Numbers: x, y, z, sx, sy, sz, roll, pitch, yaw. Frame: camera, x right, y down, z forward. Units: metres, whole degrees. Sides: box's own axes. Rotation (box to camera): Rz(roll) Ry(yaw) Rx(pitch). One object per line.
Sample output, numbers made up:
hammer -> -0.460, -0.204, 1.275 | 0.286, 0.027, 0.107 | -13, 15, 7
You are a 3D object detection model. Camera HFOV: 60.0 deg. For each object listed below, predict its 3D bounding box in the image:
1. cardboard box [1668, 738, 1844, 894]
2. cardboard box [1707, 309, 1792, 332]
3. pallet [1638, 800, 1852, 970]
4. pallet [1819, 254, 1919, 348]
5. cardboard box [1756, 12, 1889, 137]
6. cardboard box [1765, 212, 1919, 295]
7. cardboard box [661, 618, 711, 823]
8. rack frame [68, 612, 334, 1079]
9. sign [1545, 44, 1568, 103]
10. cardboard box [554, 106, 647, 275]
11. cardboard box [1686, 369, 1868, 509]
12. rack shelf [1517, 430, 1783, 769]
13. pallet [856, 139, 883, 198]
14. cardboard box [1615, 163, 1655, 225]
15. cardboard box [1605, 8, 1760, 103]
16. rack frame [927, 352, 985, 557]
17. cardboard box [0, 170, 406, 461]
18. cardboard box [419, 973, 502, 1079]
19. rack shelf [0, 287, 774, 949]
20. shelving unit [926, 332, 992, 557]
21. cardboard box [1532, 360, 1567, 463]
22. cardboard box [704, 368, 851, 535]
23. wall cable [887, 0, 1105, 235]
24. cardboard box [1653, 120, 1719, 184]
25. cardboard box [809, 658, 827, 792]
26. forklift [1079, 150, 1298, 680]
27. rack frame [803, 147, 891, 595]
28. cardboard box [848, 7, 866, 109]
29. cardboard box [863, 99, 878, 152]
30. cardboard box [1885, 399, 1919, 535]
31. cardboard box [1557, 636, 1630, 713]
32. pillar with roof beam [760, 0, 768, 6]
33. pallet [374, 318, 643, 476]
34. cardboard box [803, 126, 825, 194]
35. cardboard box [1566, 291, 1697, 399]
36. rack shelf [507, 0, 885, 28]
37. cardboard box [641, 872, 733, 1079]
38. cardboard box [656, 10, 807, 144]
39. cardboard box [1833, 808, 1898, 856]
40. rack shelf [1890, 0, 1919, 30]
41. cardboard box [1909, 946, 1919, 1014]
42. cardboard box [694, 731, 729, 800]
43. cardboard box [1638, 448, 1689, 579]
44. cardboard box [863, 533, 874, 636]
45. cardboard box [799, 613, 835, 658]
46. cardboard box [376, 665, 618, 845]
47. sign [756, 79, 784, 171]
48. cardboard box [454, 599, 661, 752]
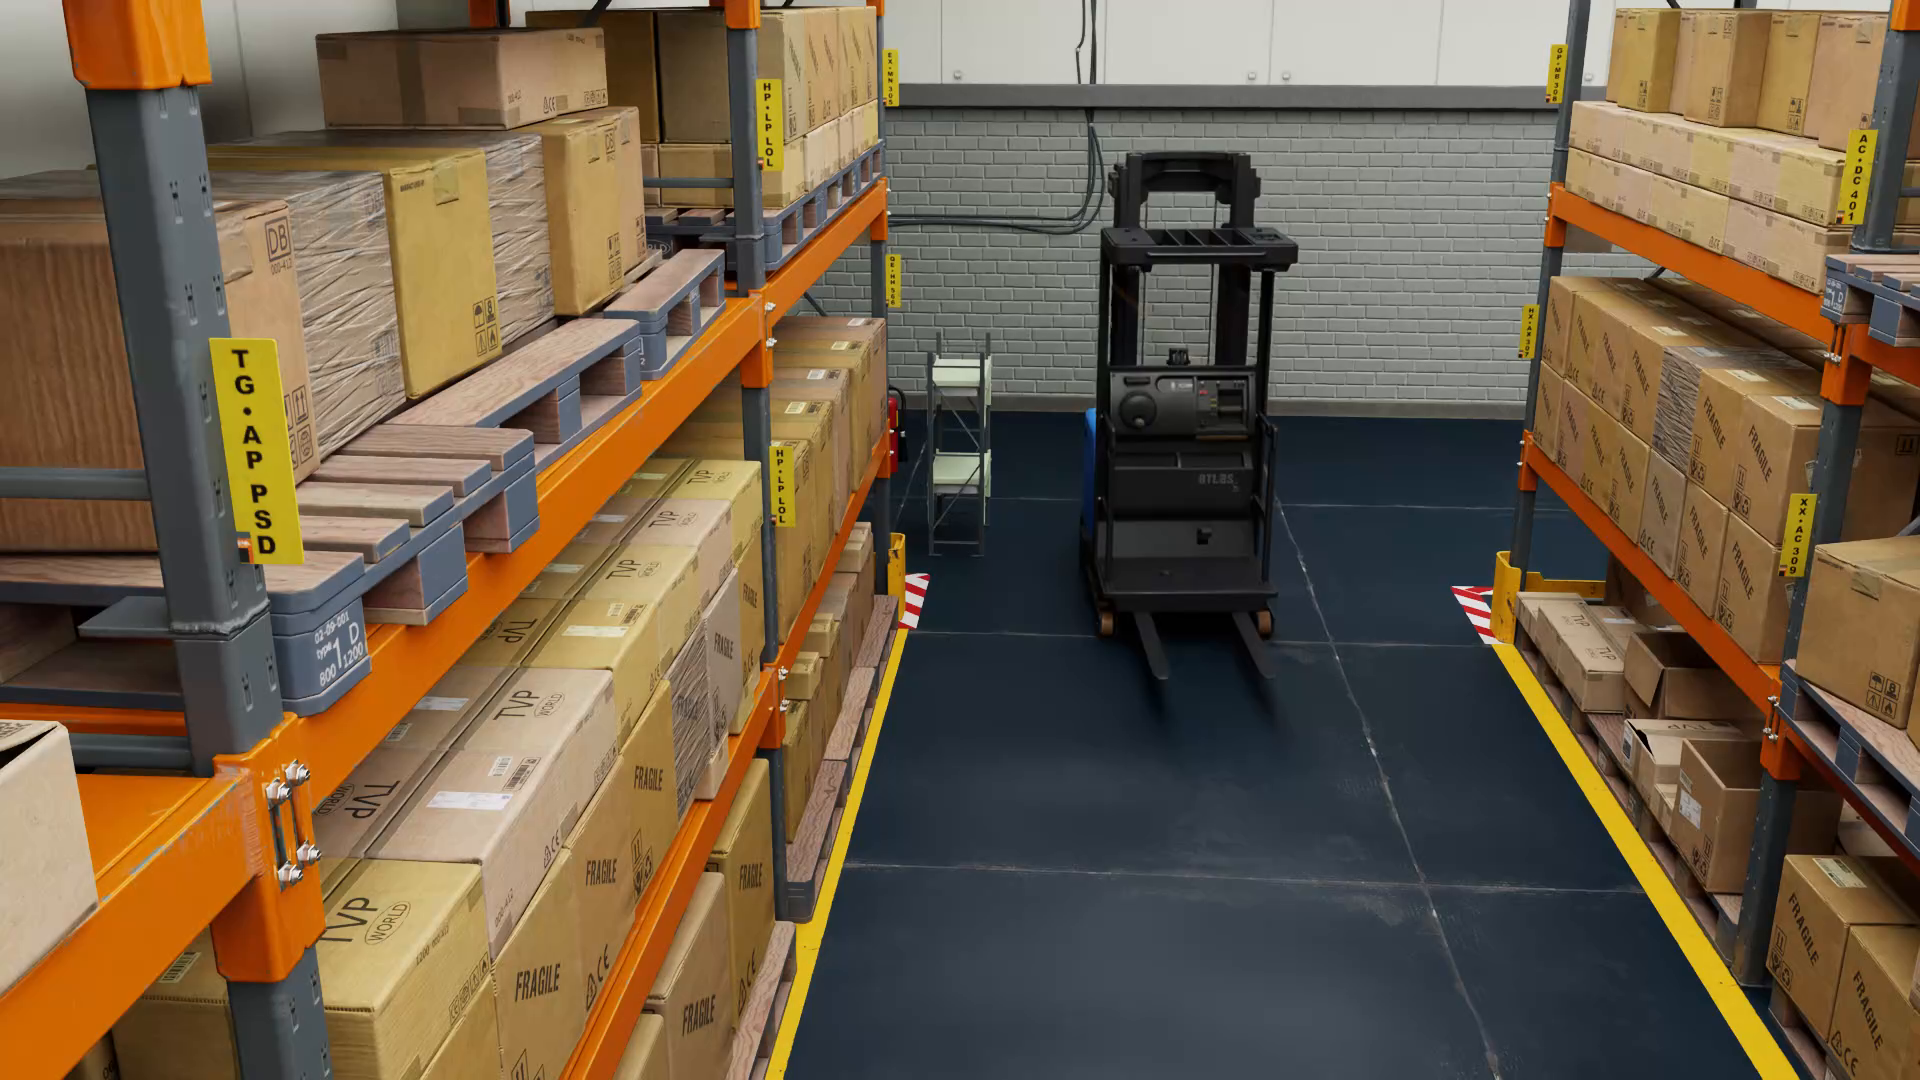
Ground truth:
cardboard box -> 3.459, 1.200, 7.251 | 0.500, 0.500, 0.500 | 1, 18, 4
cardboard box -> 4.162, -0.898, 8.580 | 0.500, 0.500, 0.500 | 2, 18, 5
pallet -> 3.751, 1.517, 7.456 | 1.003, 0.211, 1.213 | 1, 18, 4
pallet -> 3.584, -0.731, 5.320 | 1.213, 0.211, 1.003 | 1, 18, 4
cardboard box -> 3.905, -2.003, 7.135 | 0.700, 0.500, 0.500 | 1, 18, 4
cardboard box -> 3.470, -1.106, 6.406 | 0.500, 0.250, 0.500 | 1, 18, 4
cardboard box -> -1.093, 0.560, 5.225 | 0.500, 0.500, 0.500 | 1, 18, 4
rack frame -> -1.527, 1.538, 2.913 | 1.000, 3.000, 0.127 | 1, 18, 4
sign -> 3.446, -2.691, 9.596 | 0.100, 0.325, 0.005 | 1, 18, 4
cardboard box -> -1.413, -1.116, 5.327 | 0.700, 0.500, 0.500 | 0, 18, 1
cardboard box -> 3.513, -0.440, 7.182 | 0.500, 0.500, 0.500 | 1, 18, 3
rack shelf -> 3.844, 0.125, 8.379 | 1.077, 0.370, 4.000 | 1, 18, 4
pallet -> -0.996, -2.100, 9.339 | 1.003, 0.211, 1.213 | 1, 18, 4
cardboard box -> 3.614, -1.728, 8.302 | 0.500, 0.250, 0.500 | 1, 18, 4
cardboard box -> 3.967, -2.626, 9.036 | 0.700, 0.500, 0.500 | 1, 18, 4
rack frame -> -0.027, -0.597, 11.836 | 0.400, 1.500, 0.023 | 1, 18, 4
cardboard box -> -1.564, -0.462, 3.332 | 0.700, 0.500, 0.500 | 0, 18, 1
cardboard box -> -1.237, 1.194, 3.291 | 0.500, 0.500, 0.500 | 2, 18, 6
rack shelf -> -1.384, -0.167, 4.454 | 1.077, 0.370, 4.000 | 1, 18, 4
shelving unit -> 0.000, -0.711, 12.183 | 0.431, 1.500, 0.755 | 1, 18, 4
cardboard box -> 3.693, -0.753, 9.744 | 0.500, 0.500, 0.500 | 2, 18, 5
cardboard box -> -1.085, -0.468, 8.553 | 0.980, 0.700, 0.700 | 0, 18, 1
wall cable -> -0.192, -4.071, 15.382 | 3.097, 2.526, 0.112 | 1, 18, 4
cardboard box -> 3.579, -1.810, 7.750 | 0.500, 0.250, 0.500 | 1, 18, 4
cardboard box -> -1.045, 0.898, 8.206 | 0.700, 0.500, 0.500 | 1, 18, 3
forklift -> 1.422, -0.875, 10.386 | 1.130, 2.935, 3.031 | 0, 18, -1
rack frame -> -0.954, -0.947, 10.496 | 1.000, 3.000, 0.127 | 1, 18, 4
cardboard box -> -0.781, -2.516, 8.669 | 0.500, 0.500, 0.500 | 2, 18, 6
cardboard box -> -0.741, -2.315, 9.259 | 0.500, 0.250, 0.500 | 2, 18, 6
cardboard box -> 4.015, -0.258, 6.627 | 0.500, 0.500, 0.500 | 2, 18, 5
cardboard box -> 3.594, 0.733, 9.078 | 0.500, 0.250, 0.500 | 1, 18, 4
pillar with roof beam -> 2.671, -4.560, 11.887 | 9.100, 9.000, 0.400 | 1, 18, 4
pallet -> -1.457, -0.347, 4.150 | 1.003, 0.211, 1.213 | 2, 18, 6
cardboard box -> -0.877, -1.673, 7.299 | 0.500, 0.250, 0.500 | 1, 18, 3
cardboard box -> 3.663, -1.066, 9.092 | 0.500, 0.500, 0.500 | 1, 18, 4
rack shelf -> -1.097, -2.645, 7.841 | 1.077, 0.370, 4.000 | 1, 18, 4
cardboard box -> -1.218, 1.598, 5.507 | 0.750, 0.750, 0.750 | 2, 18, 6
cardboard box -> -0.910, -1.878, 6.720 | 0.500, 0.500, 0.500 | 1, 18, 3
cardboard box -> 3.947, 1.348, 7.104 | 0.500, 0.311, 0.500 | 1, 18, 4
rack shelf -> 3.557, -1.293, 3.715 | 1.077, 0.370, 4.000 | 1, 18, 4
cardboard box -> 3.351, 1.482, 5.185 | 0.500, 0.250, 0.500 | 1, 18, 4
cardboard box -> -1.001, 0.758, 5.663 | 0.380, 0.149, 0.250 | 1, 18, 4
cardboard box -> 3.551, -0.124, 7.822 | 0.500, 0.500, 0.500 | 2, 18, 5
cardboard box -> -0.904, 0.261, 10.150 | 0.700, 0.500, 0.500 | 1, 18, 4
cardboard box -> -0.841, 0.481, 8.436 | 0.380, 0.149, 0.250 | 1, 18, 2
cardboard box -> -1.168, 0.525, 4.128 | 0.500, 0.250, 0.500 | 1, 18, 4
sign -> -0.698, -1.516, 6.081 | 0.100, 0.325, 0.005 | 1, 18, 4
cardboard box -> -1.137, 0.367, 4.612 | 0.500, 0.250, 0.500 | 1, 18, 3
